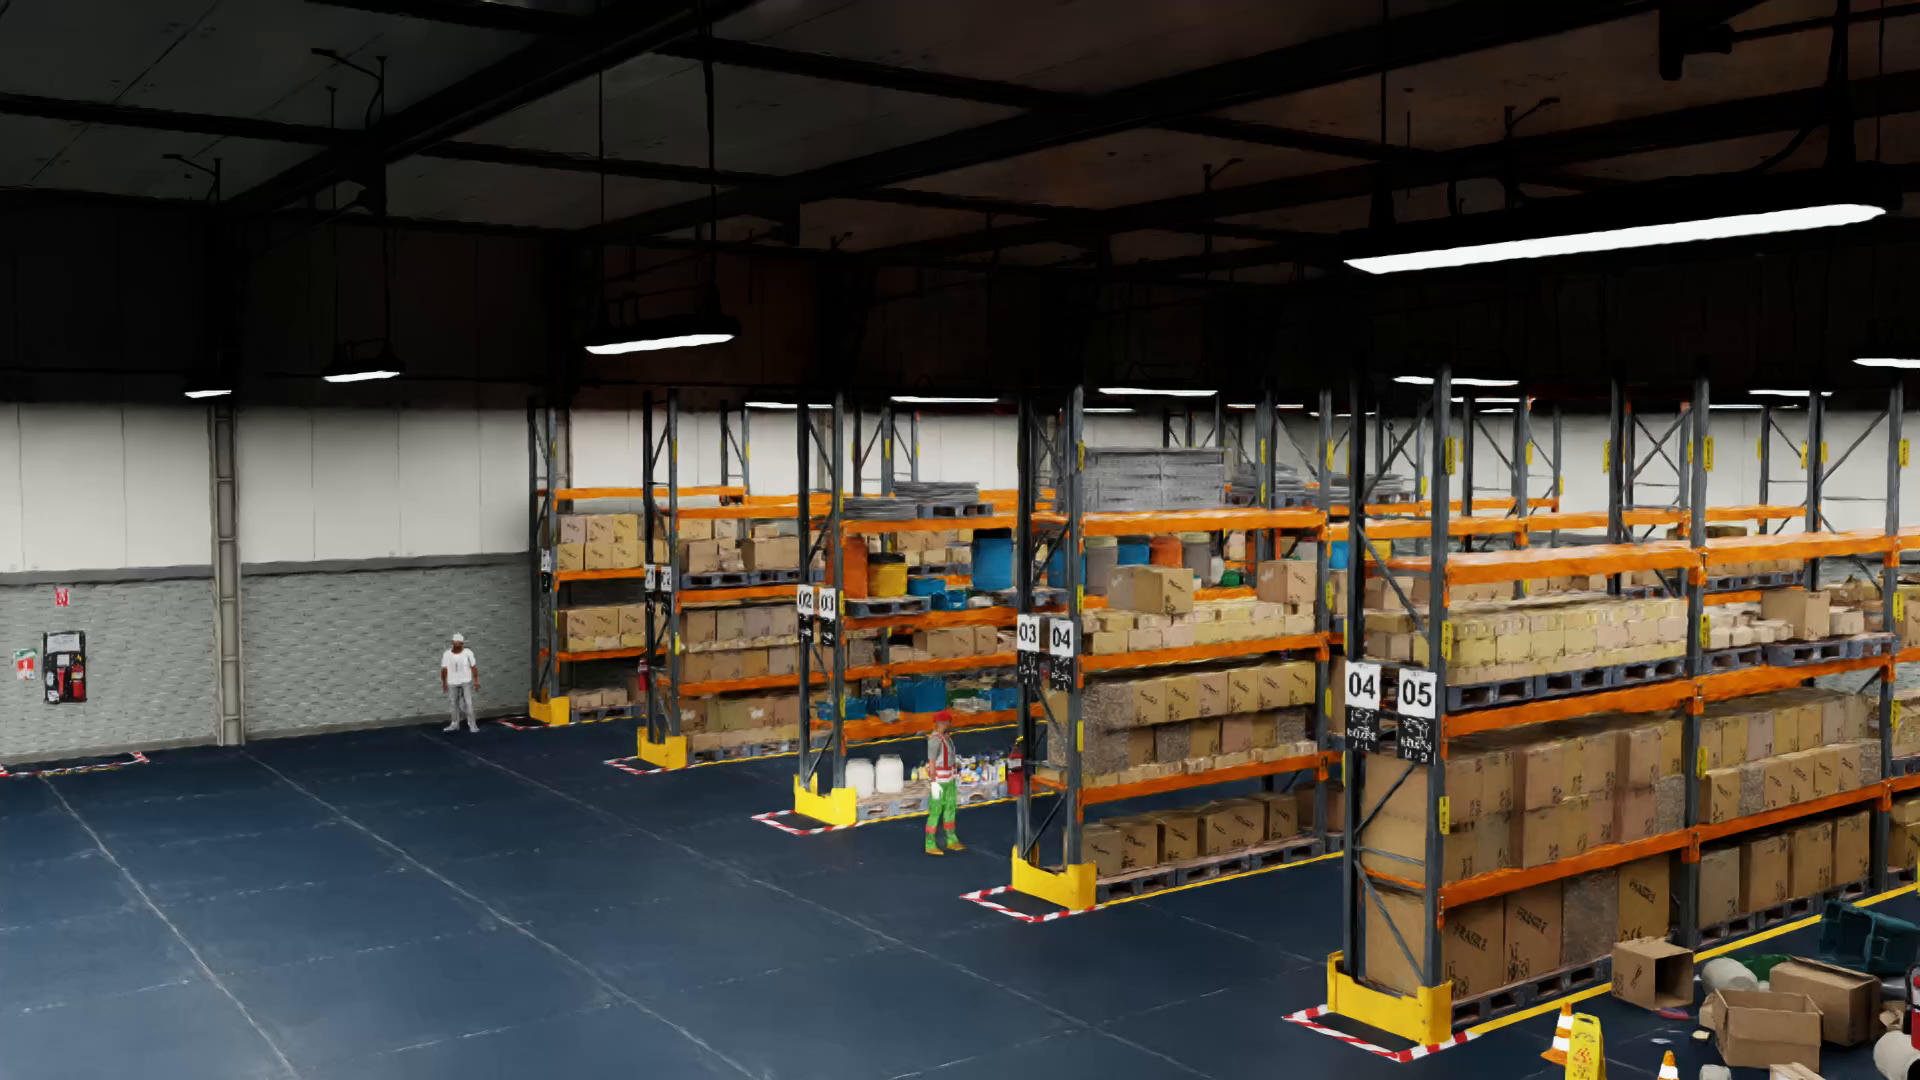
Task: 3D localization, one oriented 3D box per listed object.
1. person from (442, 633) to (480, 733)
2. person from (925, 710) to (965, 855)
[{"bbox_3d":[-8.852,2.527,29.512,0.699,1.760,0.501,0,3,-5],"label":"person"},{"bbox_3d":[-0.176,3.020,20.850,0.451,1.789,0.605,2,4,25],"label":"person"}]
